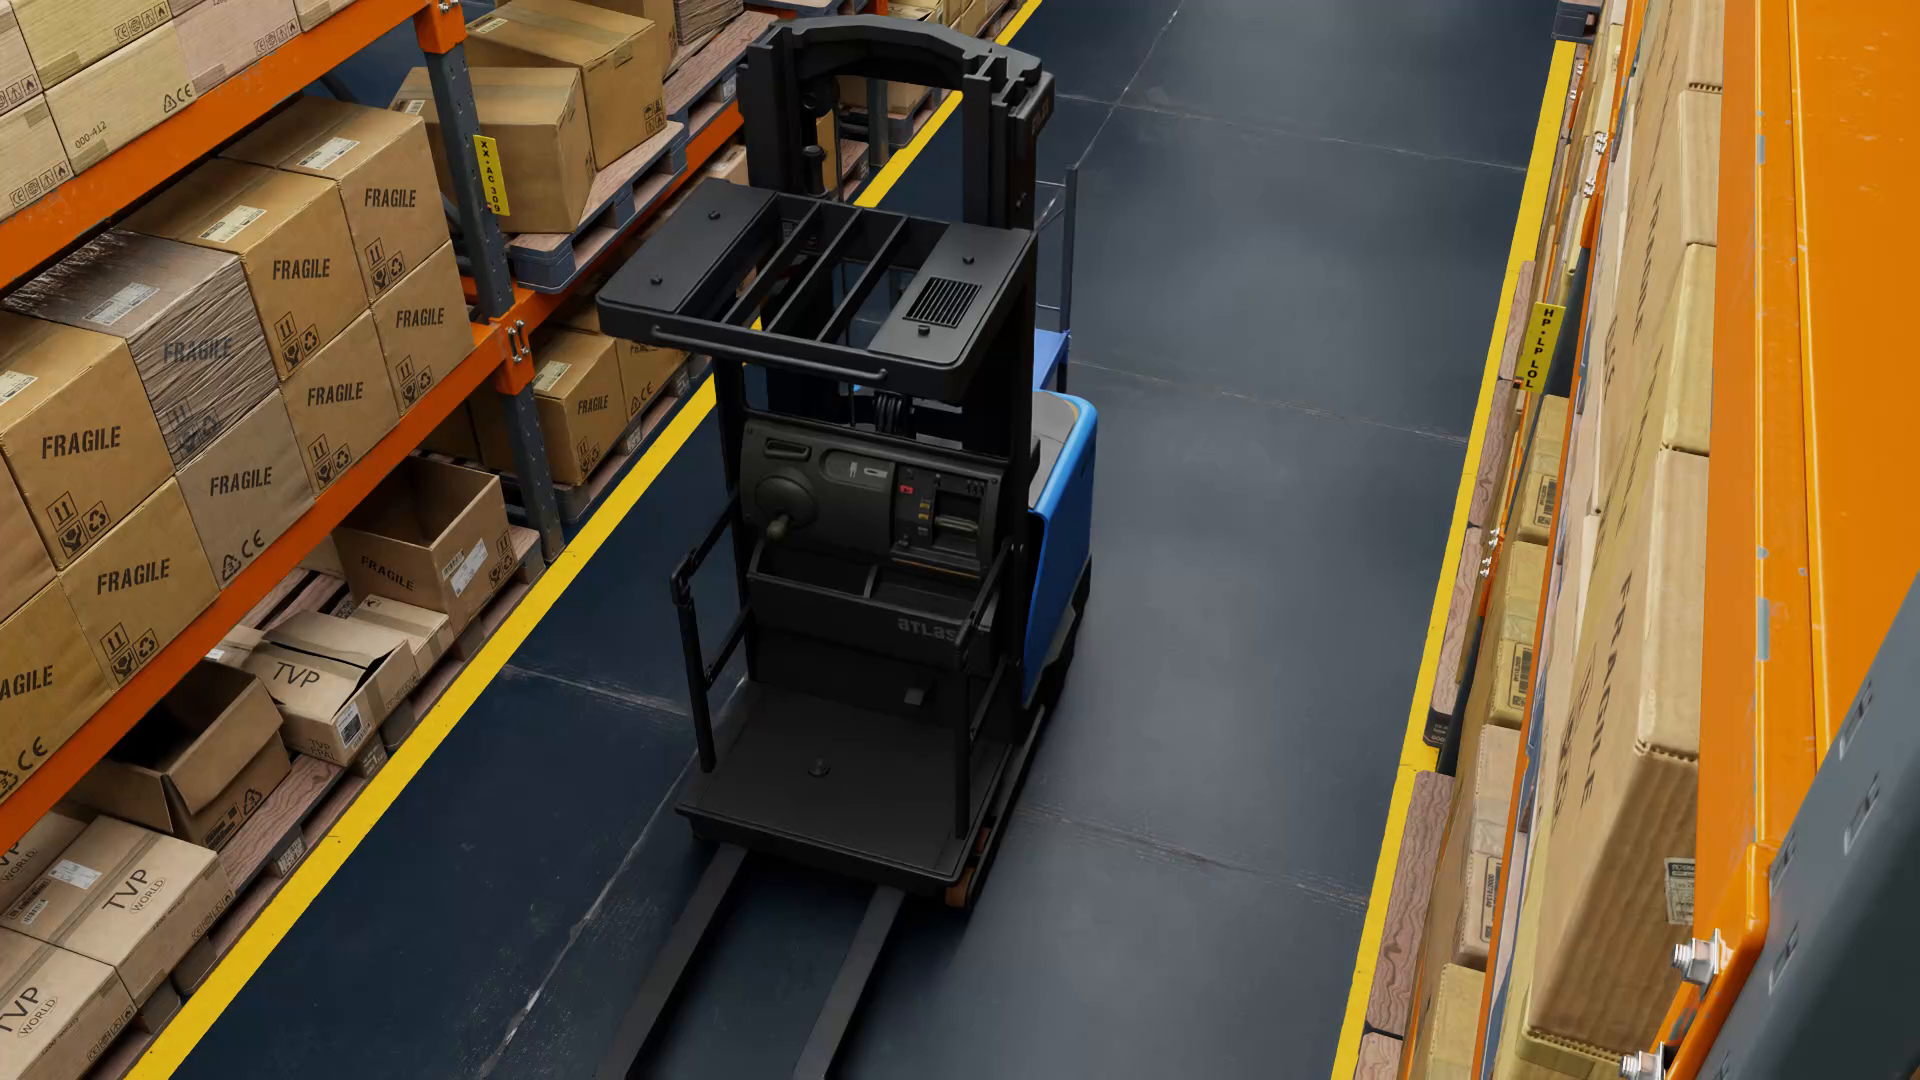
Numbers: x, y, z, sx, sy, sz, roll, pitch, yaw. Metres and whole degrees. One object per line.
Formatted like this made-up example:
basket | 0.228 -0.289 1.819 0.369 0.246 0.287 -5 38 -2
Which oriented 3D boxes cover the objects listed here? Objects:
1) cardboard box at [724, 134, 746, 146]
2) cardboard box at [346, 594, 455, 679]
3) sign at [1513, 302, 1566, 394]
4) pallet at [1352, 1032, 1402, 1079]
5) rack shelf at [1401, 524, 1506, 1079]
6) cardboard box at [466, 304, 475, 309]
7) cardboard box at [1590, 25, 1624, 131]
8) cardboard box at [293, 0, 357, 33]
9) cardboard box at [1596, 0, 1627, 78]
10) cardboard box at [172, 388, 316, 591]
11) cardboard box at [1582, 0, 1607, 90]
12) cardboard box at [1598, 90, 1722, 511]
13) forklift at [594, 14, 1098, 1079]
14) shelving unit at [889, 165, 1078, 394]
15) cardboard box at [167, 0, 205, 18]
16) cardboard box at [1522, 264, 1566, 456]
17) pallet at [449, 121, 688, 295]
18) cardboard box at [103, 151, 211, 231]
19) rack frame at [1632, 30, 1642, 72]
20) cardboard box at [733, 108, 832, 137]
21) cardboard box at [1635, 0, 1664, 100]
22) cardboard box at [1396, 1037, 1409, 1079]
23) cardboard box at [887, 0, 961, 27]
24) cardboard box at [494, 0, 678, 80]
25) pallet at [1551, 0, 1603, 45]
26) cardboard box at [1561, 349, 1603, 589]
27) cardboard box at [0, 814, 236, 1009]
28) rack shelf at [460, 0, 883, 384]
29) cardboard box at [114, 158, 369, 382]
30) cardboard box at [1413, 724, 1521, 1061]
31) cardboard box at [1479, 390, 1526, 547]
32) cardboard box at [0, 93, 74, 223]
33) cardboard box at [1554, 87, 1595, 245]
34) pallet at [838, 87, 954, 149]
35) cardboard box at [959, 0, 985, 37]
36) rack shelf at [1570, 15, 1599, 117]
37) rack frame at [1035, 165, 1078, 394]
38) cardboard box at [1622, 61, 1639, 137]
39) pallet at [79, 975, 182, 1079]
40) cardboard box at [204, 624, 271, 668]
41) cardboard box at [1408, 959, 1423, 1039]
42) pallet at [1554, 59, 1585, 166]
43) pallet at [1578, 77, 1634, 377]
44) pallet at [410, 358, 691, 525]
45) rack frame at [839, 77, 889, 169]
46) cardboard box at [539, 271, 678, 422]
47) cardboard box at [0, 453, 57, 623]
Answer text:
cardboard box | -1.214 -1.896 9.202 0.500 0.500 0.500 12 42 14
cardboard box | -2.306 0.392 6.791 0.380 0.149 0.250 13 42 15
sign | 1.838 -0.606 5.271 0.100 0.325 0.005 13 42 15
pallet | 1.602 2.173 4.994 1.003 0.211 1.213 13 42 15
rack shelf | 1.667 1.413 4.291 1.077 0.370 4.000 13 42 15
cardboard box | -2.229 -1.059 8.220 0.500 0.500 0.500 13 42 15
cardboard box | 2.802 -1.798 6.601 0.500 0.250 0.500 12 42 14
cardboard box | -2.222 -1.906 5.431 0.500 0.250 0.500 13 42 15
cardboard box | 2.971 -2.111 6.967 0.500 0.250 0.500 14 42 15
cardboard box | -2.584 -0.226 5.580 0.500 0.500 0.500 14 42 16
cardboard box | 3.312 -2.440 7.931 0.500 0.500 0.500 14 43 16
cardboard box | 1.329 -0.338 2.615 0.500 0.500 0.500 12 42 13
forklift | -0.378 -0.059 5.515 1.130 2.935 3.031 12 42 14
shelving unit | 0.116 -0.804 7.490 0.538 1.500 1.048 12 42 14
cardboard box | -2.391 -1.791 4.911 0.500 0.250 0.500 13 42 15
cardboard box | 2.272 -0.577 5.747 0.500 0.500 0.500 13 42 14
pallet | -1.930 -1.568 7.378 1.003 0.211 1.213 13 42 15
cardboard box | -2.907 -1.057 5.784 0.500 0.500 0.500 12 42 14
rack frame | 2.351 -2.363 3.540 1.000 3.000 0.127 13 42 15
cardboard box | -1.052 -2.461 9.287 0.500 0.250 0.500 15 43 17
cardboard box | 1.844 -1.275 3.713 0.500 0.500 0.500 13 42 15
cardboard box | 1.646 1.762 4.930 0.700 0.500 0.500 14 42 16
cardboard box | -0.311 -3.521 10.883 0.500 0.311 0.500 12 42 14
cardboard box | -1.759 -2.467 7.883 0.700 0.500 0.500 3 41 4
pallet | 3.862 -2.906 8.946 1.213 0.211 1.003 13 42 15
cardboard box | 1.334 -0.065 2.872 0.500 0.250 0.500 12 42 14
cardboard box | -2.879 1.262 5.693 0.500 0.250 0.500 13 42 15
rack shelf | -1.622 -2.124 8.436 1.077 0.370 4.000 13 42 15
cardboard box | -2.408 -0.917 5.620 0.500 0.500 0.500 13 42 14
cardboard box | 1.656 1.022 3.963 0.980 0.700 0.700 11 42 13
cardboard box | 2.752 -0.391 7.183 0.750 0.750 0.750 15 43 16
cardboard box | -2.741 -0.993 4.361 0.500 0.250 0.500 13 42 15
cardboard box | 2.783 -1.501 6.830 0.500 0.500 0.500 14 43 16
pallet | -0.619 -3.050 11.116 1.003 0.211 1.213 13 42 15
cardboard box | -0.139 -3.611 11.420 0.500 0.250 0.500 12 42 14
rack shelf | 4.403 -3.467 10.010 1.077 0.370 4.000 13 42 15
rack frame | 0.276 -1.117 7.857 0.500 1.500 0.032 12 42 14
cardboard box | 1.867 -1.000 3.968 0.500 0.250 0.500 13 42 15
pallet | -3.376 1.790 5.443 1.003 0.211 1.213 13 42 15
cardboard box | -2.939 0.470 6.685 0.380 0.166 0.250 13 42 15
cardboard box | 1.532 1.384 4.873 0.380 0.149 0.250 12 42 14
pallet | 4.406 -2.677 10.679 1.003 0.211 1.213 13 42 15
pallet | 2.061 -0.691 3.960 1.003 0.211 1.213 13 42 15
pallet | -2.063 -0.622 8.270 1.003 0.211 1.213 13 42 15
rack frame | -0.938 -3.618 9.633 1.000 3.000 0.127 13 42 15
cardboard box | -1.739 -0.963 8.108 0.500 0.500 0.500 14 42 16
cardboard box | -2.926 0.007 4.537 0.500 0.500 0.500 14 42 16
